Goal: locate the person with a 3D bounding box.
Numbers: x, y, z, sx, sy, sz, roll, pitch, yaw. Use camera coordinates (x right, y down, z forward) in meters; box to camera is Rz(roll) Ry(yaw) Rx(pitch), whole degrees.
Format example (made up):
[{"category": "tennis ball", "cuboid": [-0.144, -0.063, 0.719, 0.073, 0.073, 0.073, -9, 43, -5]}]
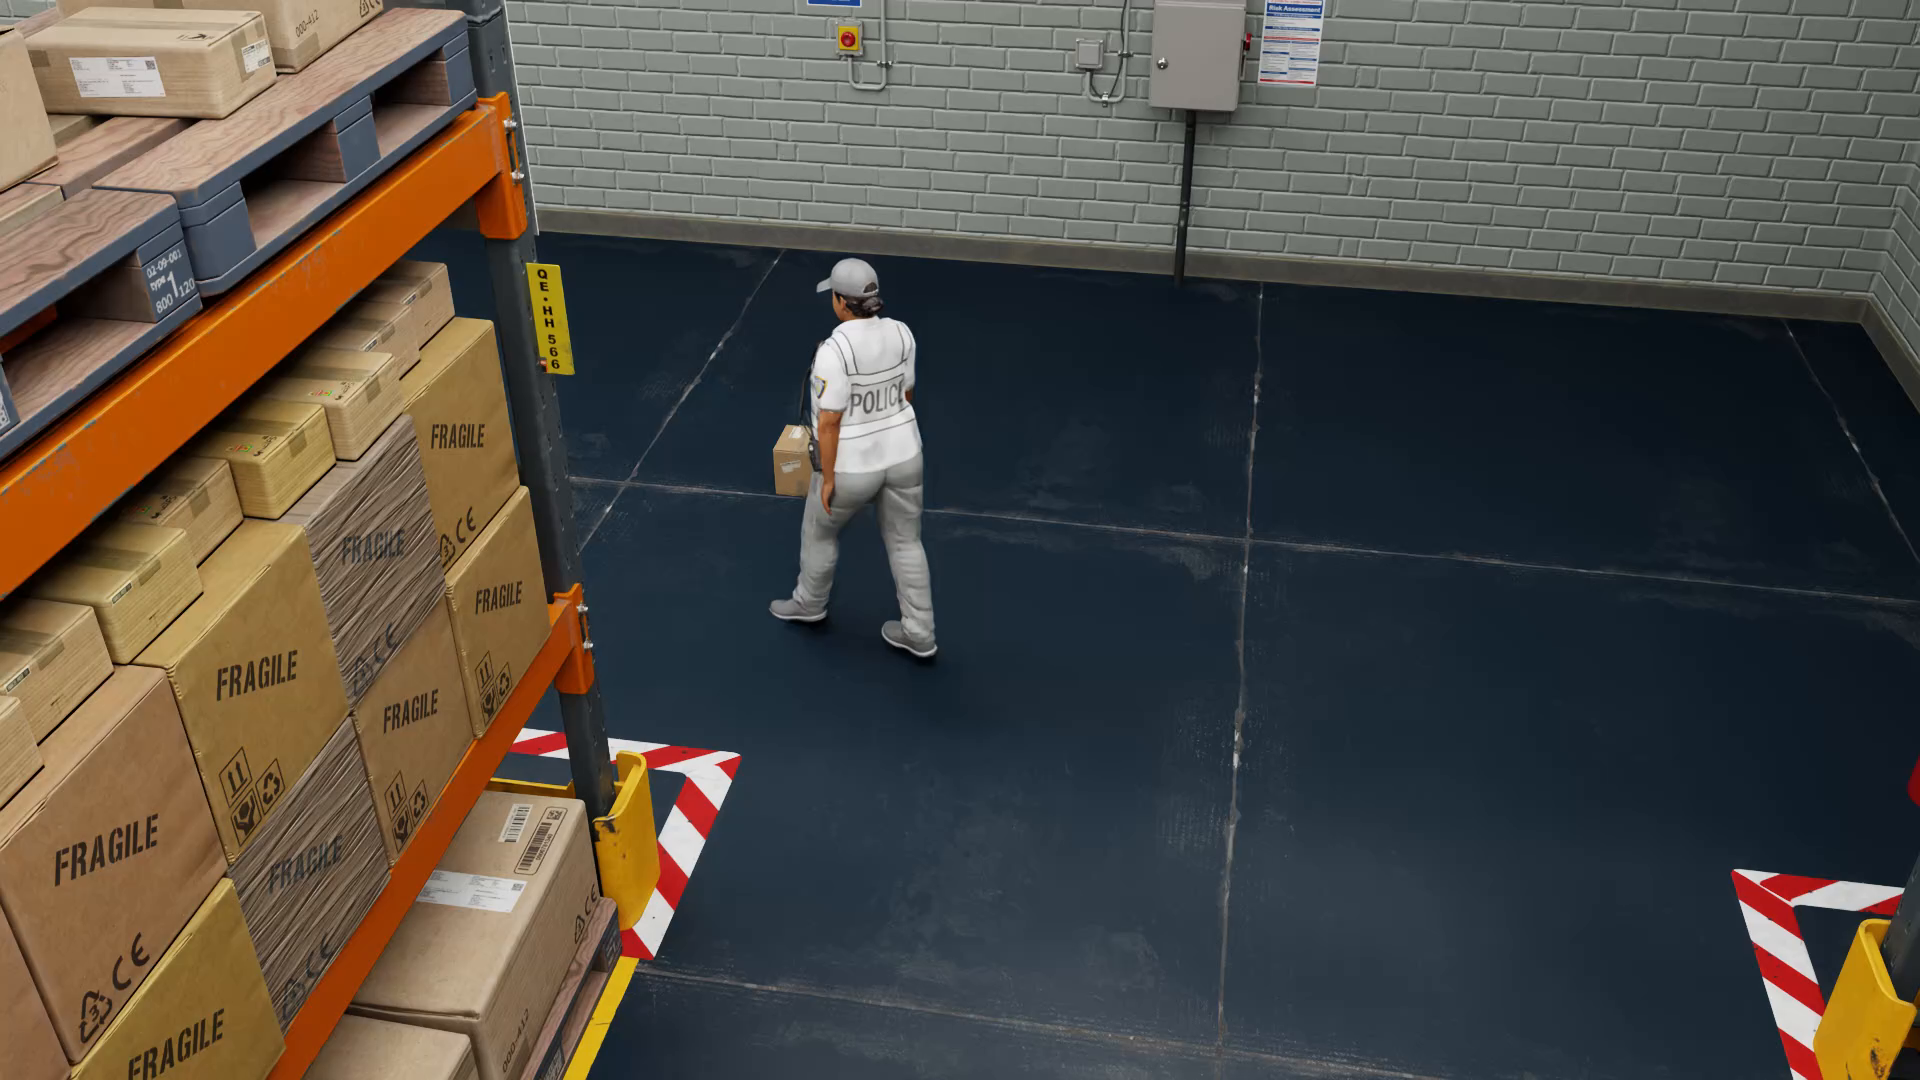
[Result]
[{"category": "person", "cuboid": [-0.408, -0.305, 6.642, 0.547, 1.669, 0.768, -20, 38, -28]}]
